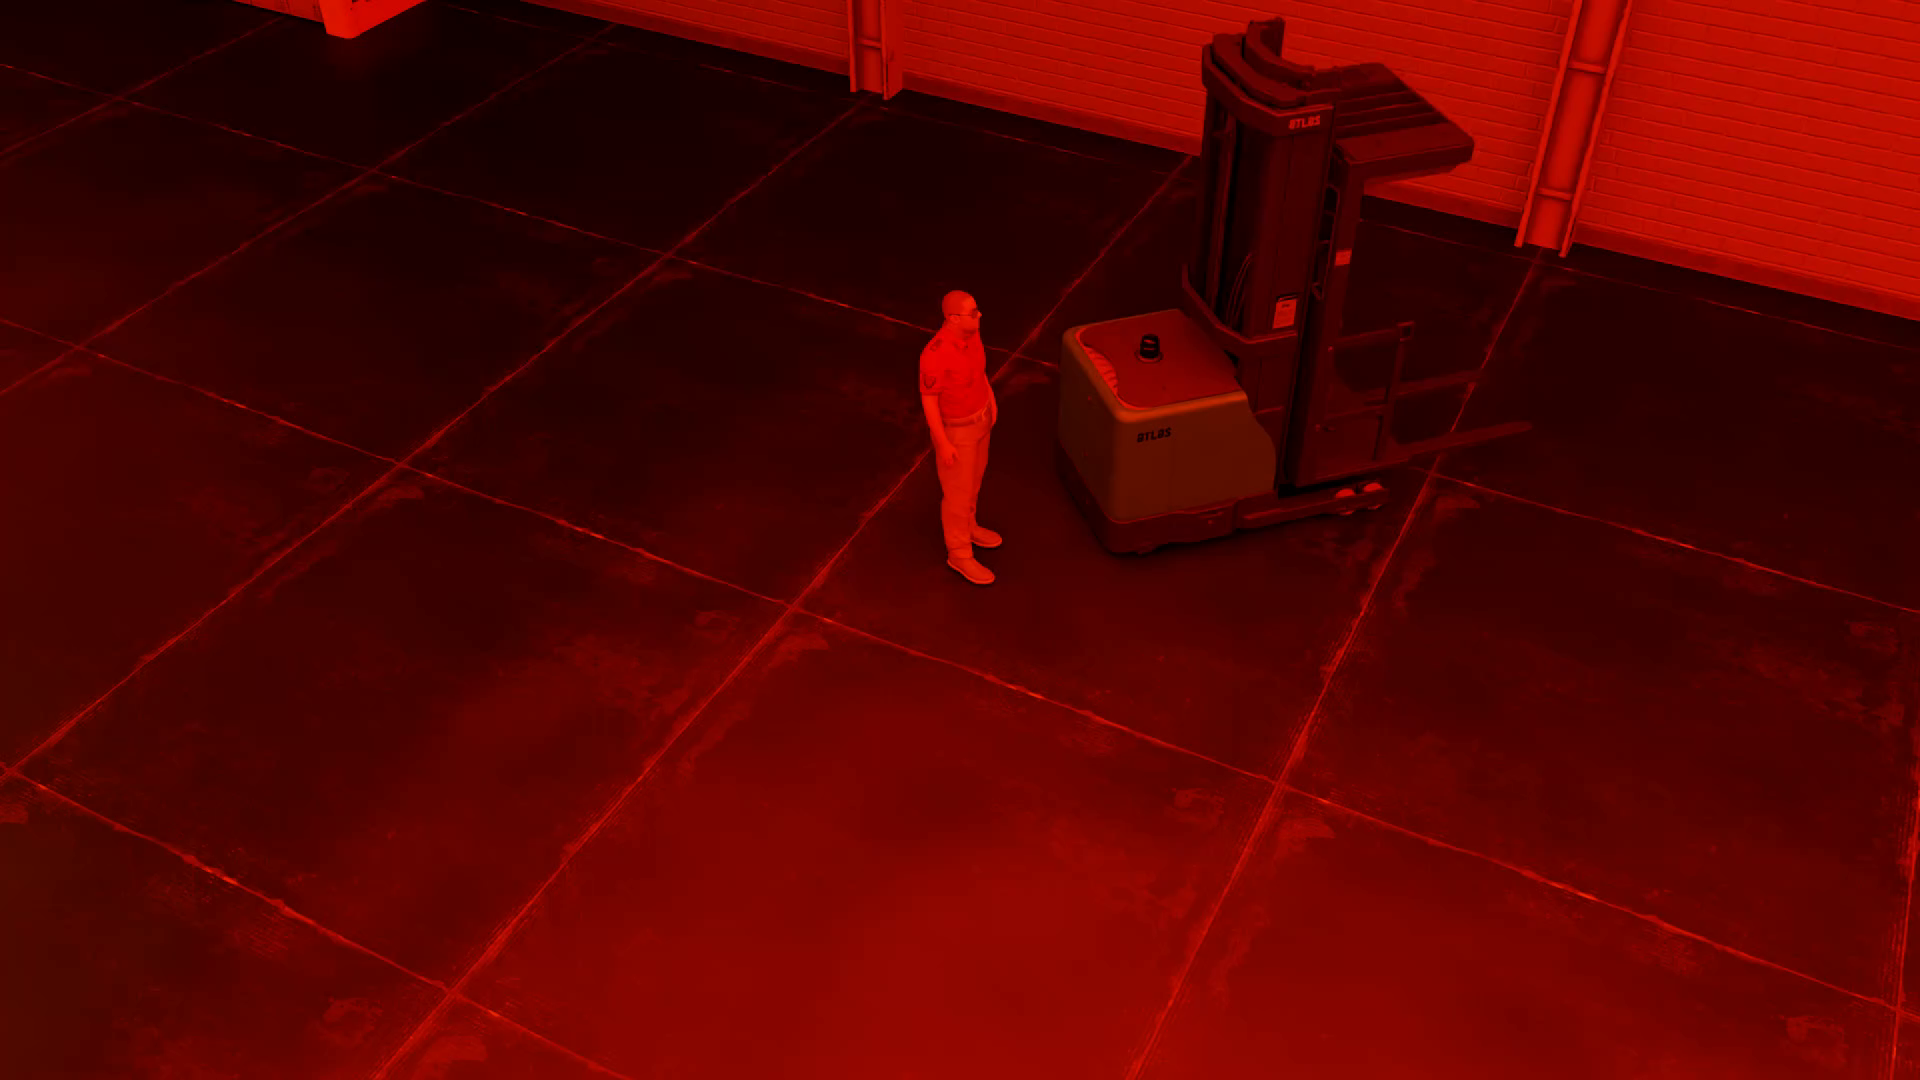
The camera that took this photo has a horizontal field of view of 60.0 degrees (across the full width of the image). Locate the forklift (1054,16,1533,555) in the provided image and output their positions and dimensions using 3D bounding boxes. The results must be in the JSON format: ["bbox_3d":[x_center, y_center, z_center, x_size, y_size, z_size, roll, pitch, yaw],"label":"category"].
[{"bbox_3d":[2.181,-1.590,9.874,3.031,2.935,1.130,-12,42,-14],"label":"forklift"}]

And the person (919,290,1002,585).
[{"bbox_3d":[0.085,-0.638,9.667,0.535,1.725,0.661,18,43,20],"label":"person"}]
